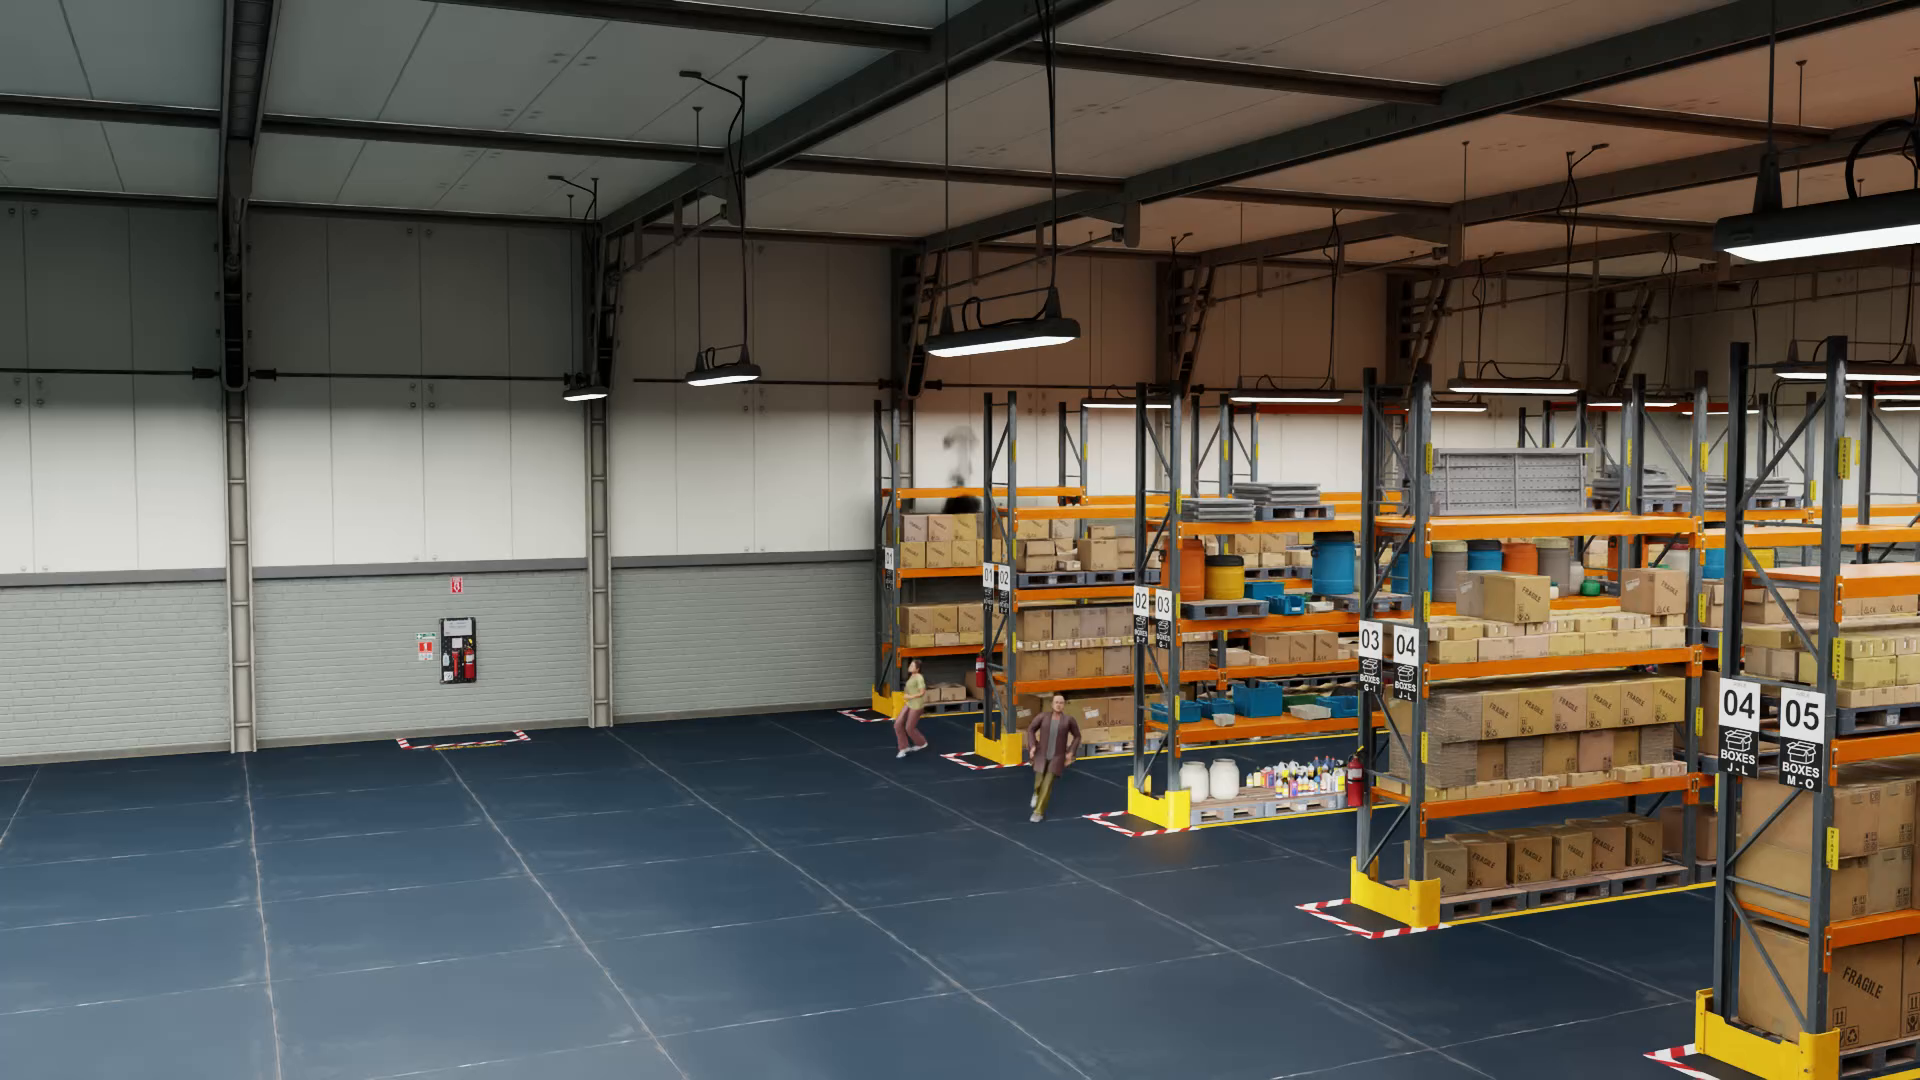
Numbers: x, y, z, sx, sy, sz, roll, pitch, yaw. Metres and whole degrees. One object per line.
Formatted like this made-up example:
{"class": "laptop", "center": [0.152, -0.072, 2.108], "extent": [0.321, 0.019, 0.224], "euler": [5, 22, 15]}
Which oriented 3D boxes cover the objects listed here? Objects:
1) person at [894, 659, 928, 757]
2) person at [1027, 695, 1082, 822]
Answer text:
{"class": "person", "center": [-0.741, 2.781, 27.415], "extent": [0.642, 1.679, 0.646], "euler": [-2, 4, -33]}
{"class": "person", "center": [1.284, 2.983, 22.832], "extent": [0.759, 1.696, 0.740], "euler": [1, 3, 9]}
